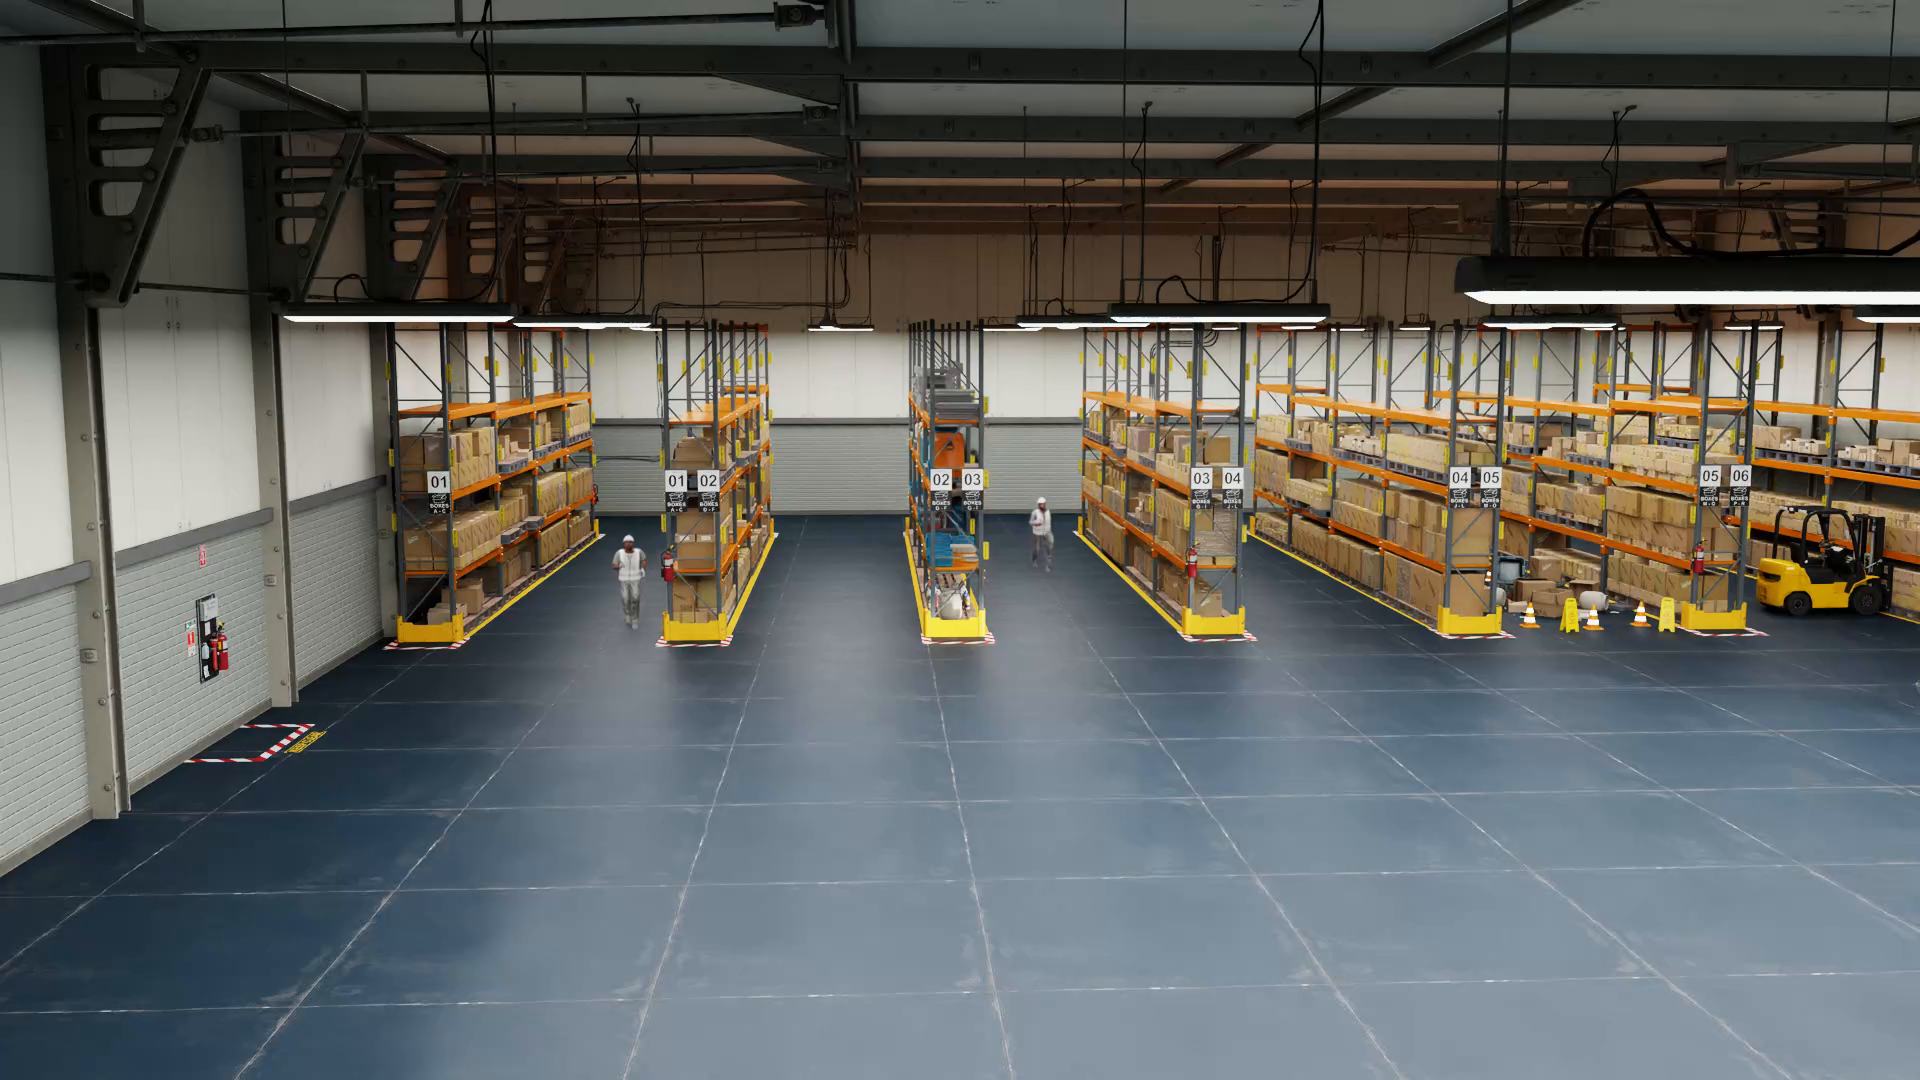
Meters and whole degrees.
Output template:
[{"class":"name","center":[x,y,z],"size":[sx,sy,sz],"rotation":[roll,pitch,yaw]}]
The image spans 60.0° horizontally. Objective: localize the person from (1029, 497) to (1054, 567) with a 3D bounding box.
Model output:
[{"class":"person","center":[1.964,-0.171,40.334],"size":[0.623,1.745,0.943],"rotation":[-2,7,-14]}]

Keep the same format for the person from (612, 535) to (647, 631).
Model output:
[{"class":"person","center":[-6.455,0.819,32.496],"size":[0.657,1.835,0.763],"rotation":[-1,7,-9]}]

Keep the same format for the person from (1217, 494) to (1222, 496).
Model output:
[{"class":"person","center":[7.296,-1.058,48.386],"size":[0.748,1.671,0.659],"rotation":[7,10,43]}]

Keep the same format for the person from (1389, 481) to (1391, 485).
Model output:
[{"class":"person","center":[12.829,-1.178,49.490],"size":[0.758,1.602,0.549],"rotation":[1,7,5]}]
